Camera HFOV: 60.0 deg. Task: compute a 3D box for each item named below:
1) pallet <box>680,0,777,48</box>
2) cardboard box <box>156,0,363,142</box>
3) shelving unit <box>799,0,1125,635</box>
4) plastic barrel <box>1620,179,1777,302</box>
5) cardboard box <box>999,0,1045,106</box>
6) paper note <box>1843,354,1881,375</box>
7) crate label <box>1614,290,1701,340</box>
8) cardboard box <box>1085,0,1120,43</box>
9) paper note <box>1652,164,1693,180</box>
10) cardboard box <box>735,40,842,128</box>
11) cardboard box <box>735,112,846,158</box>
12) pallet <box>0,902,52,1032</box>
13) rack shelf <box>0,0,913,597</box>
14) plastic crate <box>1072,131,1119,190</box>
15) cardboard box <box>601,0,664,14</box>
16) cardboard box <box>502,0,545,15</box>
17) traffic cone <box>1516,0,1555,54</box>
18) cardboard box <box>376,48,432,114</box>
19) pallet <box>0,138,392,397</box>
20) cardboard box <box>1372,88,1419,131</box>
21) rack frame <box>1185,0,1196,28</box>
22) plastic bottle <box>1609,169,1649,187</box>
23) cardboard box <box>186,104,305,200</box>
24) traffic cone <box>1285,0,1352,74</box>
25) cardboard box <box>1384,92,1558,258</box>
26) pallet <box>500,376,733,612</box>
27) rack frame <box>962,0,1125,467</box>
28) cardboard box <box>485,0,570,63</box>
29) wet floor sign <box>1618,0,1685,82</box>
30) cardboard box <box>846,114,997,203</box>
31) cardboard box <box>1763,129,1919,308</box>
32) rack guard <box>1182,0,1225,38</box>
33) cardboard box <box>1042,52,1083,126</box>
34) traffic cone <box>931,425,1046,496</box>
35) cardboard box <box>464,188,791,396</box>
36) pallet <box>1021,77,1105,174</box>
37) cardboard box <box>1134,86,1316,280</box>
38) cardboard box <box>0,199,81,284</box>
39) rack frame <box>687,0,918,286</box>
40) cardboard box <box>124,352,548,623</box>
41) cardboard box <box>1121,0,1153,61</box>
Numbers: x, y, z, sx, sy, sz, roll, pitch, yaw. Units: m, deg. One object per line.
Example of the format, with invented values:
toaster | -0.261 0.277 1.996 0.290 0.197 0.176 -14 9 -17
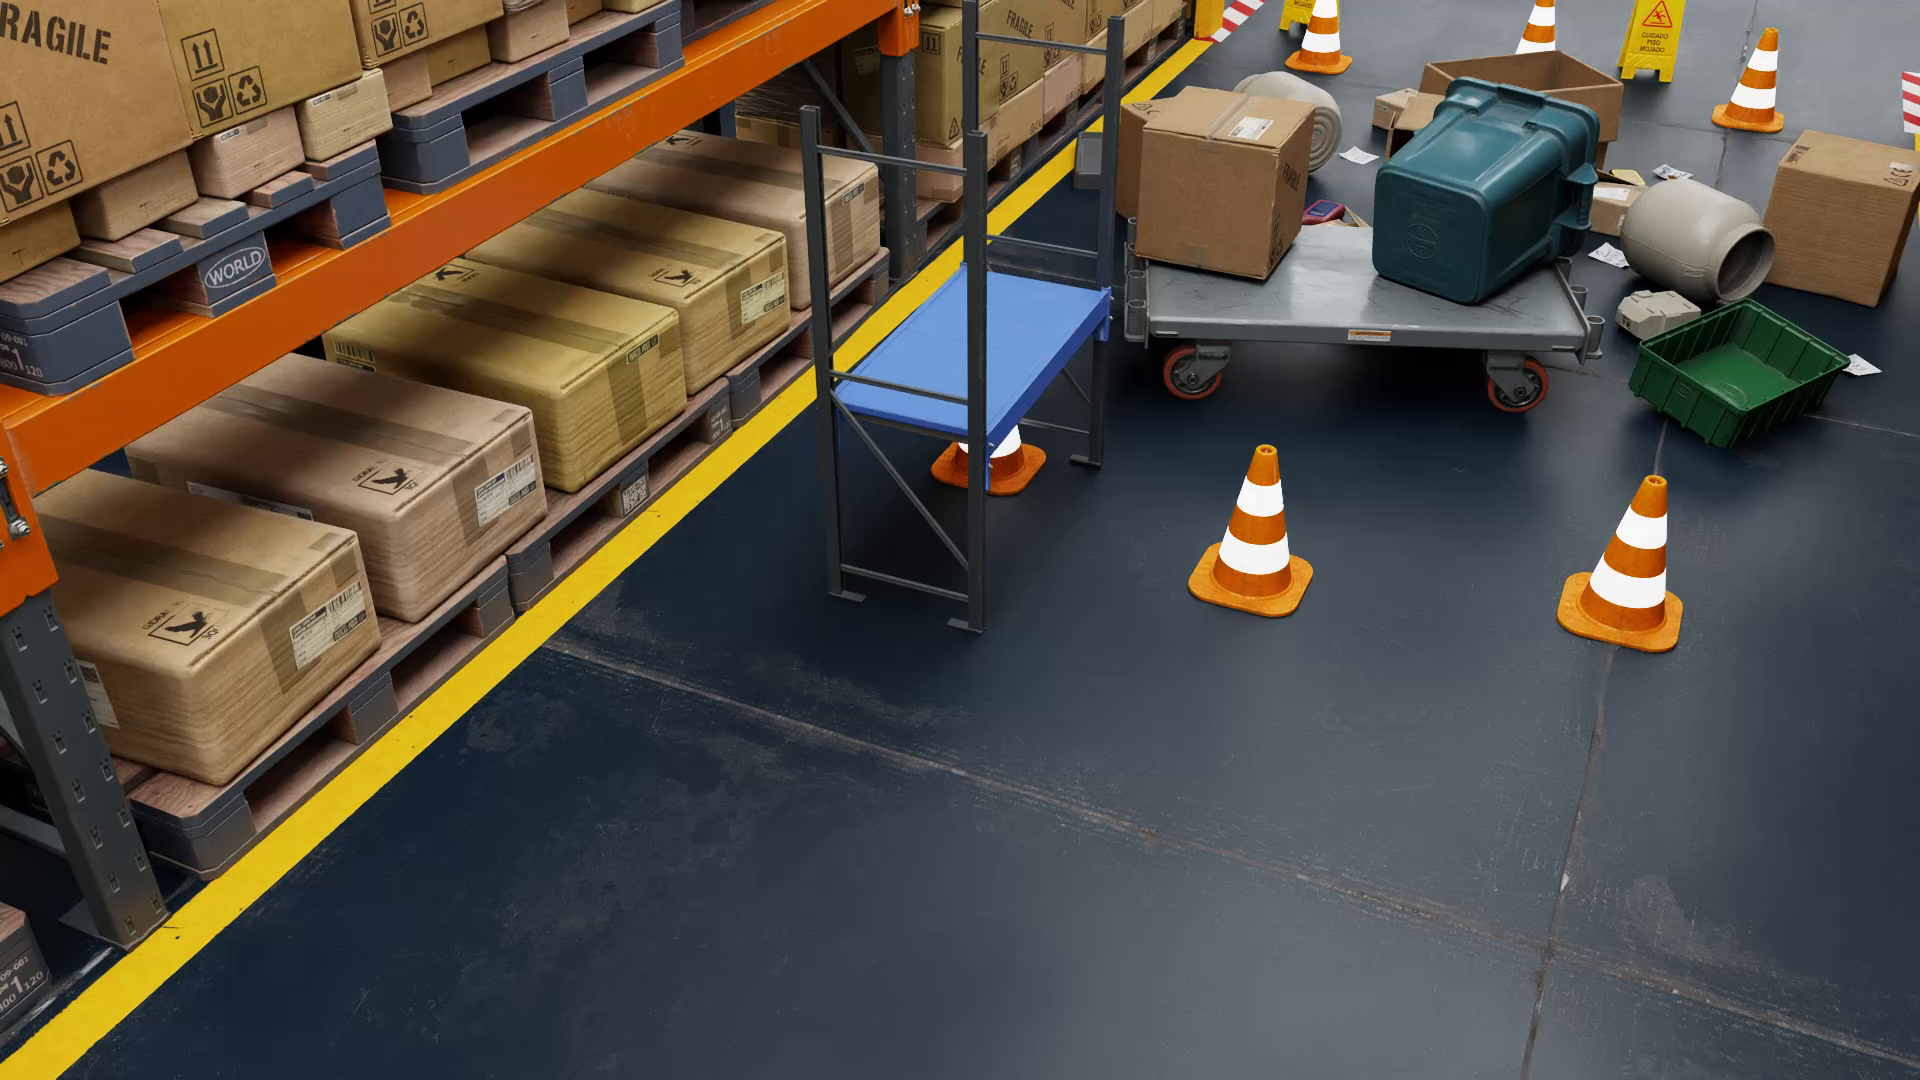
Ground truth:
pallet | -1.107 -2.017 5.766 1.003 0.211 1.213 14 36 20
cardboard box | -1.718 -1.227 3.640 0.500 0.500 0.500 16 37 23
shelving unit | 0.041 -0.671 4.892 0.538 1.500 1.048 14 36 20
plastic barrel | 2.965 -1.199 6.692 0.421 0.421 0.512 -15 36 -21
cardboard box | 0.051 -2.285 7.440 0.500 0.500 0.500 16 36 22
paper note | 3.342 -0.661 6.229 0.147 0.020 0.142 -9 34 -13
crate label | 2.708 -0.863 6.441 0.298 0.136 0.250 -9 34 -13
cardboard box | 0.488 -2.807 8.236 0.500 0.500 0.500 13 36 19
paper note | 3.376 -1.739 7.875 0.144 0.017 0.142 29 43 36
cardboard box | -0.651 -2.140 7.219 0.500 0.500 0.500 14 36 20
cardboard box | -0.652 -1.827 7.425 0.500 0.250 0.500 16 36 23
pallet | -2.727 1.089 3.397 1.003 0.211 1.213 14 36 20
rack shelf | -1.492 -1.148 4.921 1.077 0.370 4.000 14 36 20
plastic crate | 0.747 -1.818 7.949 0.402 0.080 0.583 3 33 4
cardboard box | -1.059 -1.691 4.939 0.380 0.149 0.250 14 36 20
cardboard box | -1.286 -1.740 4.422 0.500 0.500 0.500 13 35 19
traffic cone | 3.161 -2.781 9.069 0.336 0.463 0.334 14 36 20
cardboard box | -1.554 -1.171 4.147 0.380 0.149 0.250 16 37 23
pallet | -2.127 -0.752 3.836 1.213 0.211 1.003 14 36 20
cardboard box | 2.305 -2.129 8.361 0.250 0.149 0.380 -21 39 -29
rack frame | 1.019 -4.437 9.281 1.000 3.000 0.127 14 36 20
plastic bottle | 3.099 -1.636 7.690 0.133 0.061 0.283 3 33 4
cardboard box | -1.718 -0.901 3.735 0.380 0.149 0.250 12 35 17
traffic cone | 2.010 -2.866 9.199 0.336 0.463 0.334 14 36 20
cardboard box | 2.200 -1.526 6.995 0.797 0.637 0.503 14 36 20
pallet | -1.488 -0.281 5.486 1.003 0.211 1.213 14 36 20
rack frame | 0.245 -0.932 5.277 0.500 1.500 0.032 14 36 20
cardboard box | -1.303 -1.436 4.551 0.380 0.149 0.250 15 36 22
wet floor sign | 3.771 -2.836 8.986 0.267 0.644 0.232 8 34 12
cardboard box | -0.163 -1.702 7.235 0.500 0.250 0.500 13 35 18
cardboard box | 3.601 -1.324 6.811 0.500 0.500 0.500 21 39 28
rack guard | 0.987 -3.354 9.909 1.175 0.500 0.348 14 36 20
cardboard box | 0.270 -2.236 8.049 0.500 0.250 0.500 14 36 20
traffic cone | 0.098 -0.445 5.507 0.336 0.463 0.334 14 36 20
cardboard box | -1.170 -0.901 5.902 0.950 0.372 0.625 16 37 23
pallet | 0.103 -2.231 8.460 1.003 0.211 1.213 14 36 20
cardboard box | 0.974 -1.323 6.121 0.500 0.500 0.500 14 36 20
cardboard box | -2.023 -0.642 3.340 0.380 0.149 0.250 12 35 18
rack frame | -0.655 -2.445 6.243 1.000 3.000 0.127 14 36 20
cardboard box | -1.781 -0.178 4.799 0.950 0.372 0.625 13 36 20
cardboard box | 0.701 -2.742 8.821 0.500 0.250 0.500 14 36 21
